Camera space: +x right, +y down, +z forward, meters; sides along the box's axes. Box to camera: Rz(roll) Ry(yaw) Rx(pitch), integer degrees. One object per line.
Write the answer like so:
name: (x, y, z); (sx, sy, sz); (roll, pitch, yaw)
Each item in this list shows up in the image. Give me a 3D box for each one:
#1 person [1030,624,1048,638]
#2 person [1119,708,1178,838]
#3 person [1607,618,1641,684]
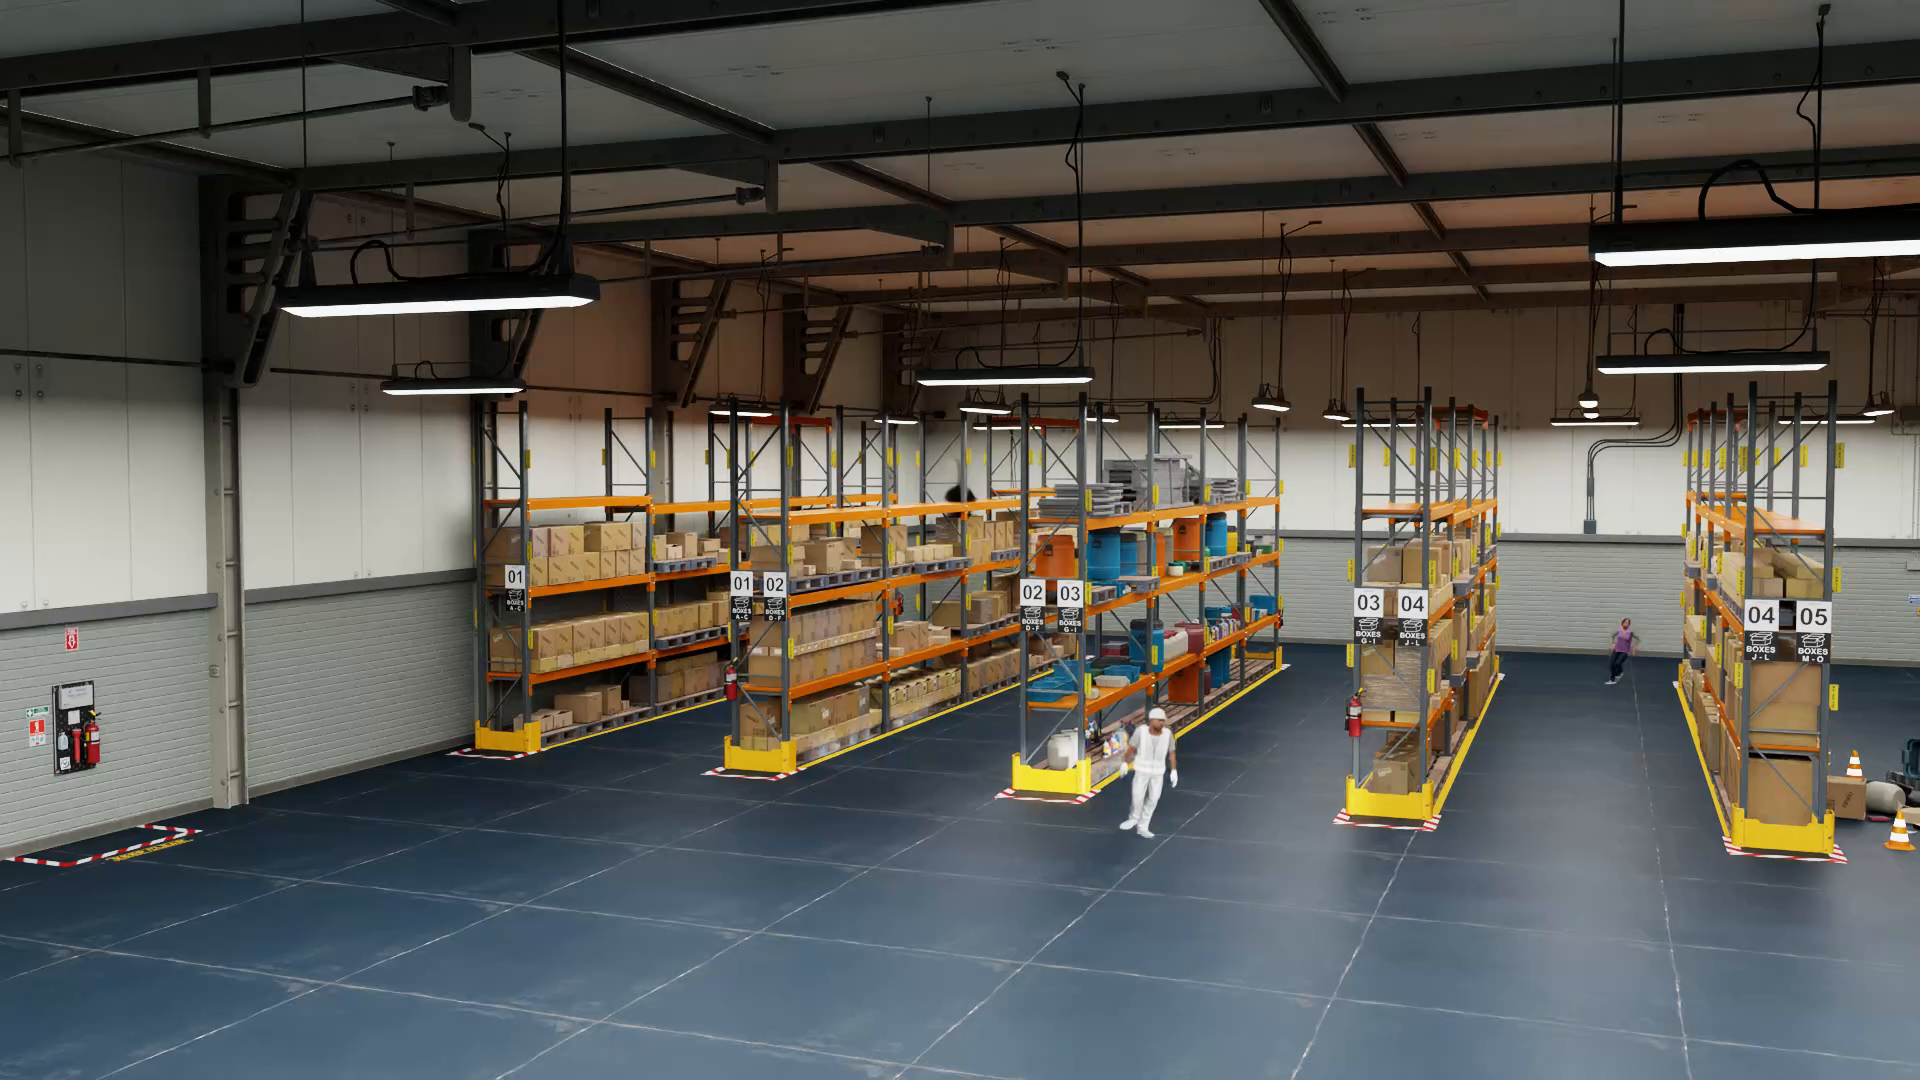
person: (2.114, 1.977, 43.716); (0.908, 1.749, 0.687); (2, 3, 30)
person: (2.491, 3.066, 21.963); (0.701, 1.748, 0.595); (0, 3, -9)
person: (14.655, 2.471, 36.784); (0.670, 1.510, 0.511); (2, 4, 41)
